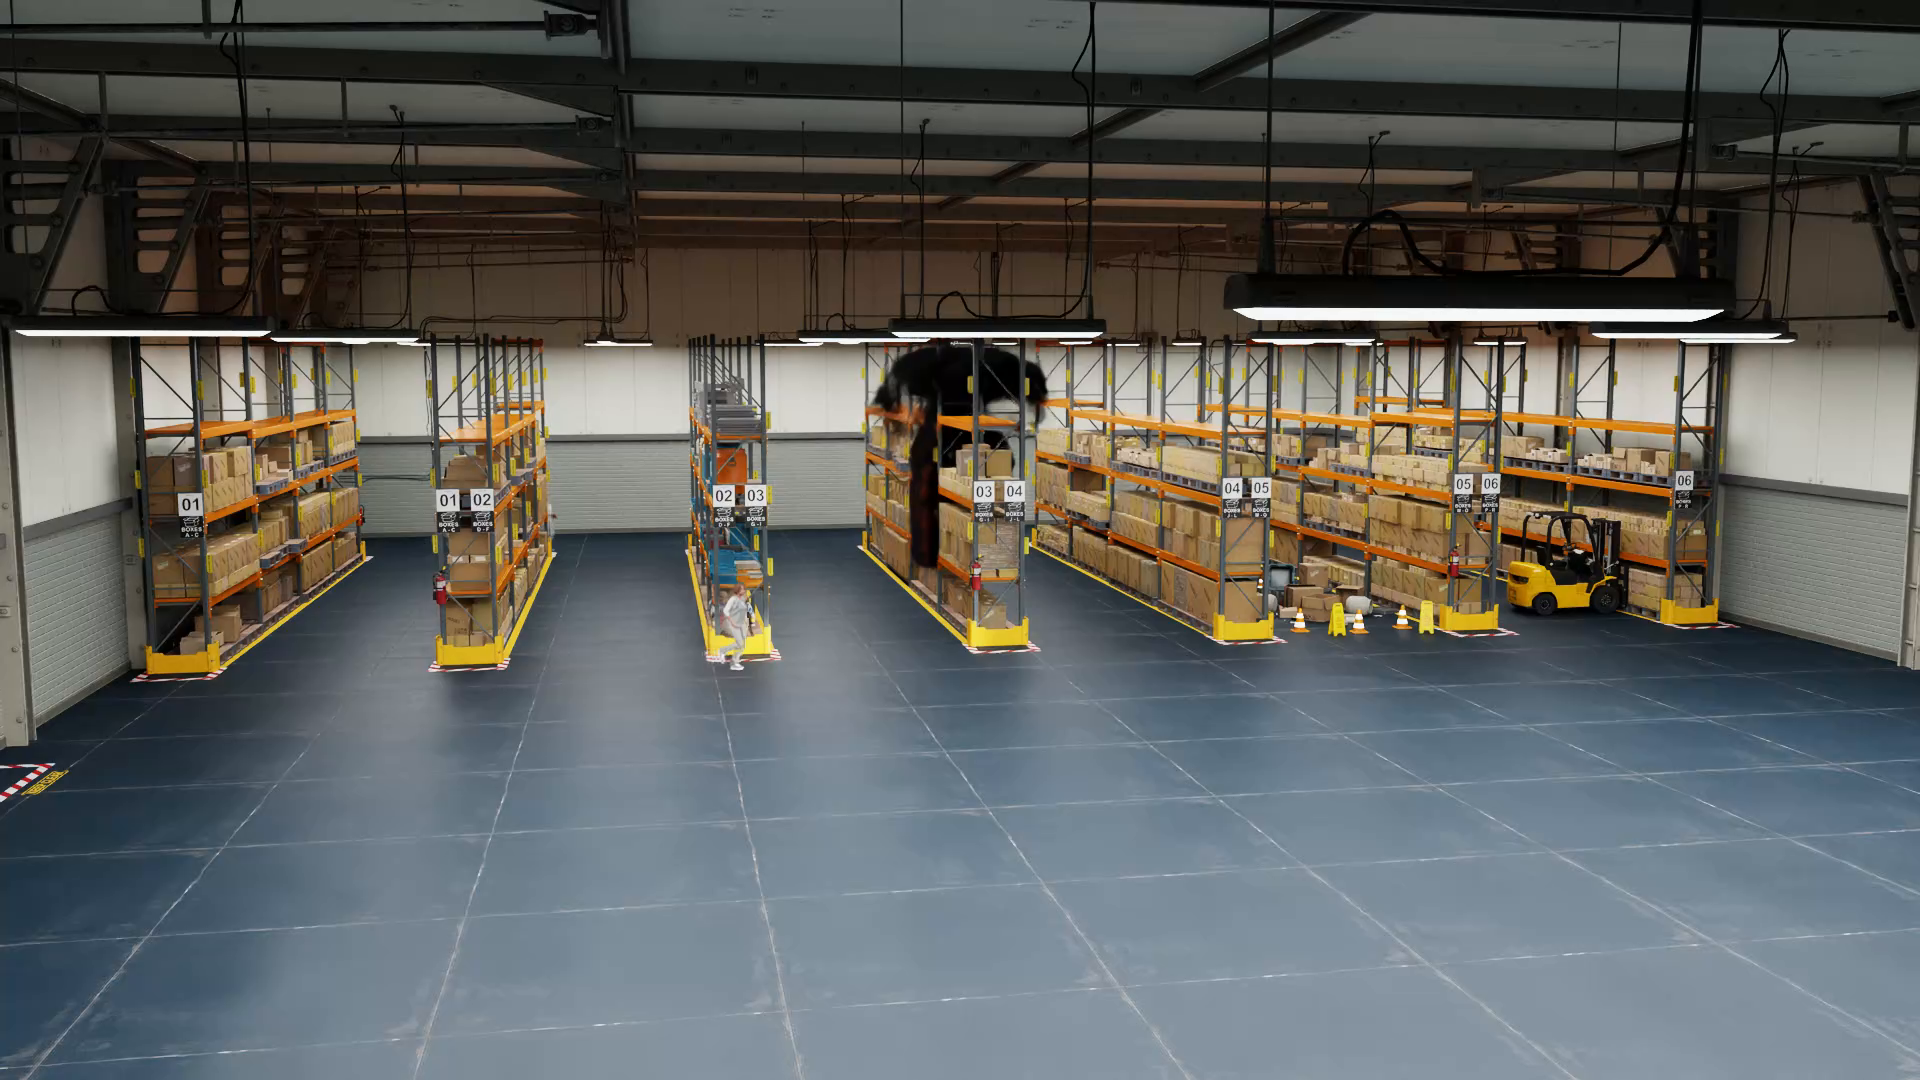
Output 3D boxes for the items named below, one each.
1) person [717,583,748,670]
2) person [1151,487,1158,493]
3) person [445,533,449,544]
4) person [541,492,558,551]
[{"bbox_3d":[-4.079,1.556,29.853,0.522,1.529,0.561,2,7,16],"label":"person"},{"bbox_3d":[5.854,-0.931,50.346,0.705,1.824,0.632,-2,7,-14],"label":"person"},{"bbox_3d":[-12.493,0.118,41.332,0.638,1.815,0.706,-1,7,-12],"label":"person"},{"bbox_3d":[-11.757,-0.537,47.196,0.540,1.724,0.732,1,7,10],"label":"person"}]
